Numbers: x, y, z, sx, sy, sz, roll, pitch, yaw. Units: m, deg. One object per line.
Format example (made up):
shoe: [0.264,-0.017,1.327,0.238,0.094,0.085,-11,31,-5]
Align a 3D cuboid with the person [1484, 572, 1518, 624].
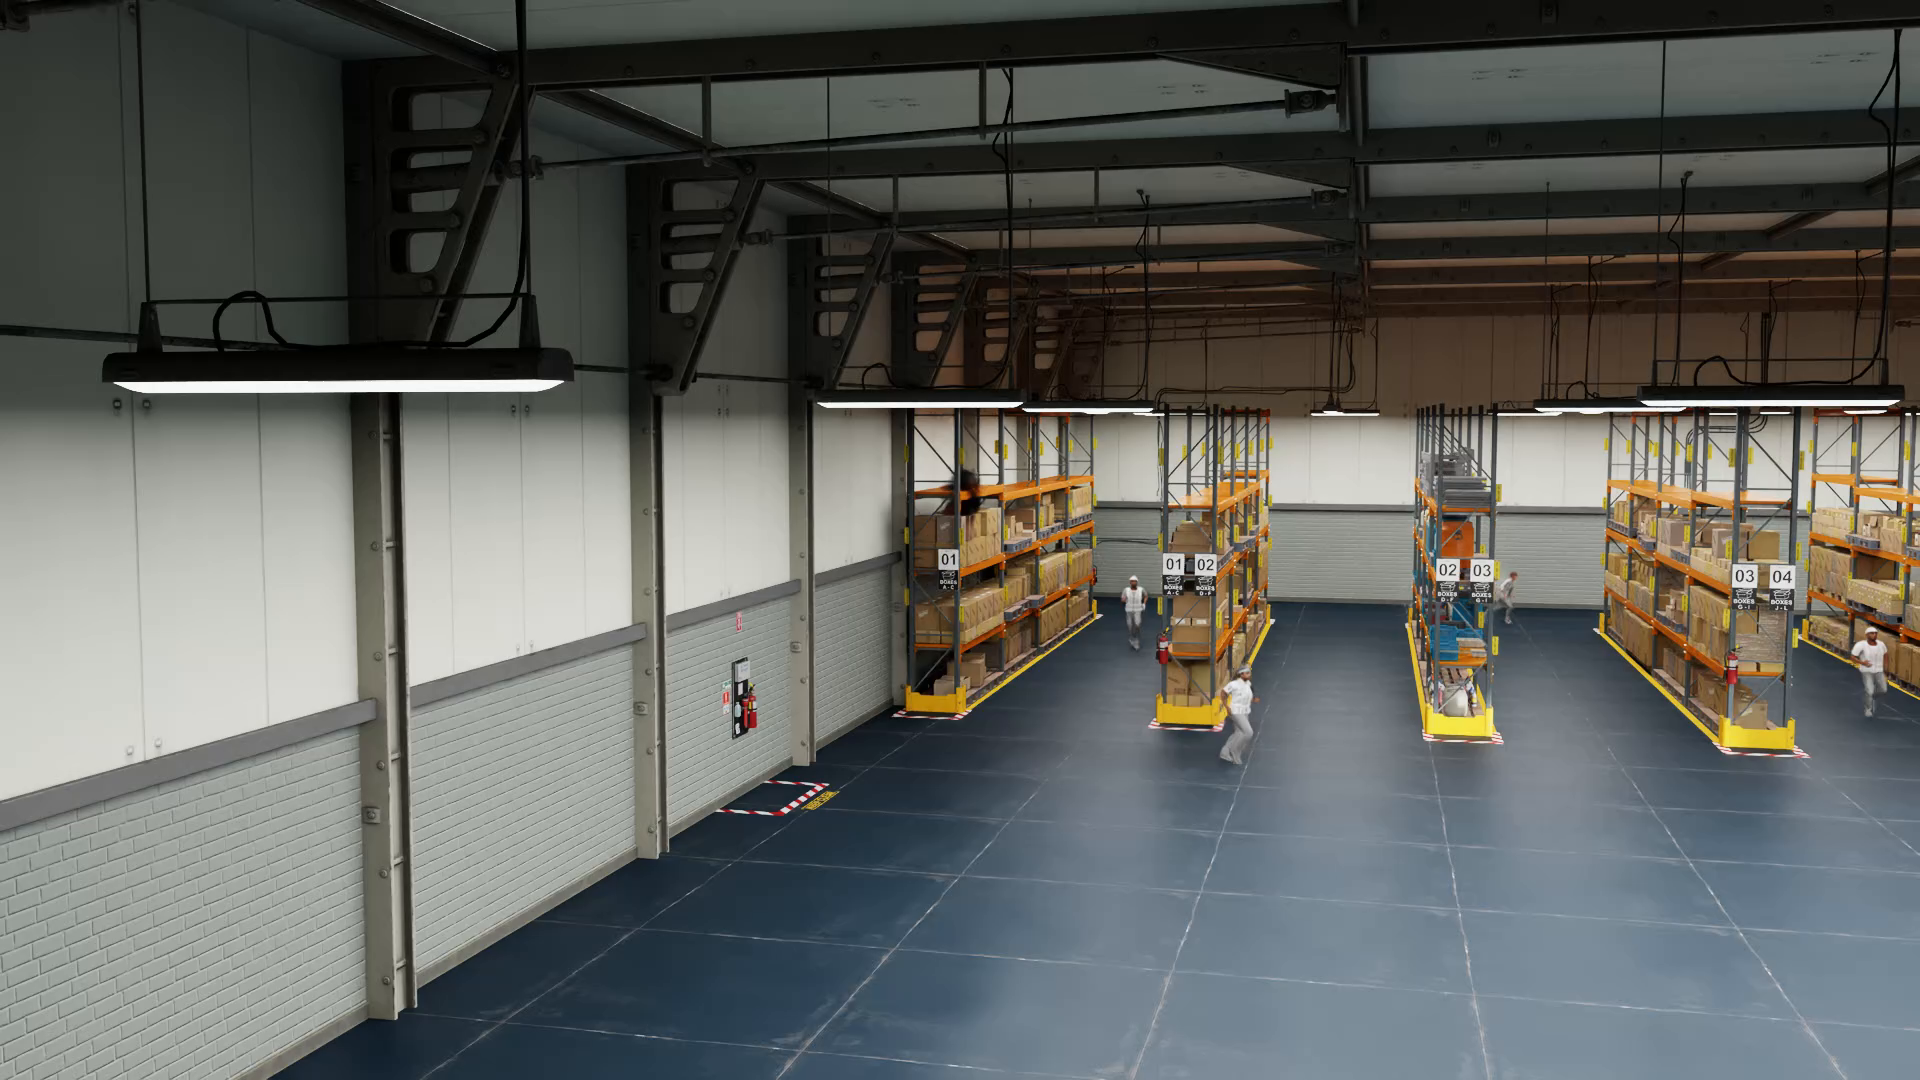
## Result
person: [15.134,1.618,46.541,0.905,1.505,0.502,3,5,32]

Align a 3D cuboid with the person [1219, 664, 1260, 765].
person: [4.632,2.886,27.529,0.721,1.679,0.559,4,5,40]

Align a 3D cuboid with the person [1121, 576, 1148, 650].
person: [4.334,1.817,41.484,0.656,1.828,0.705,1,4,11]

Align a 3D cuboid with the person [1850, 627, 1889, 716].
person: [17.530,2.528,31.958,0.770,1.721,0.526,0,4,1]
